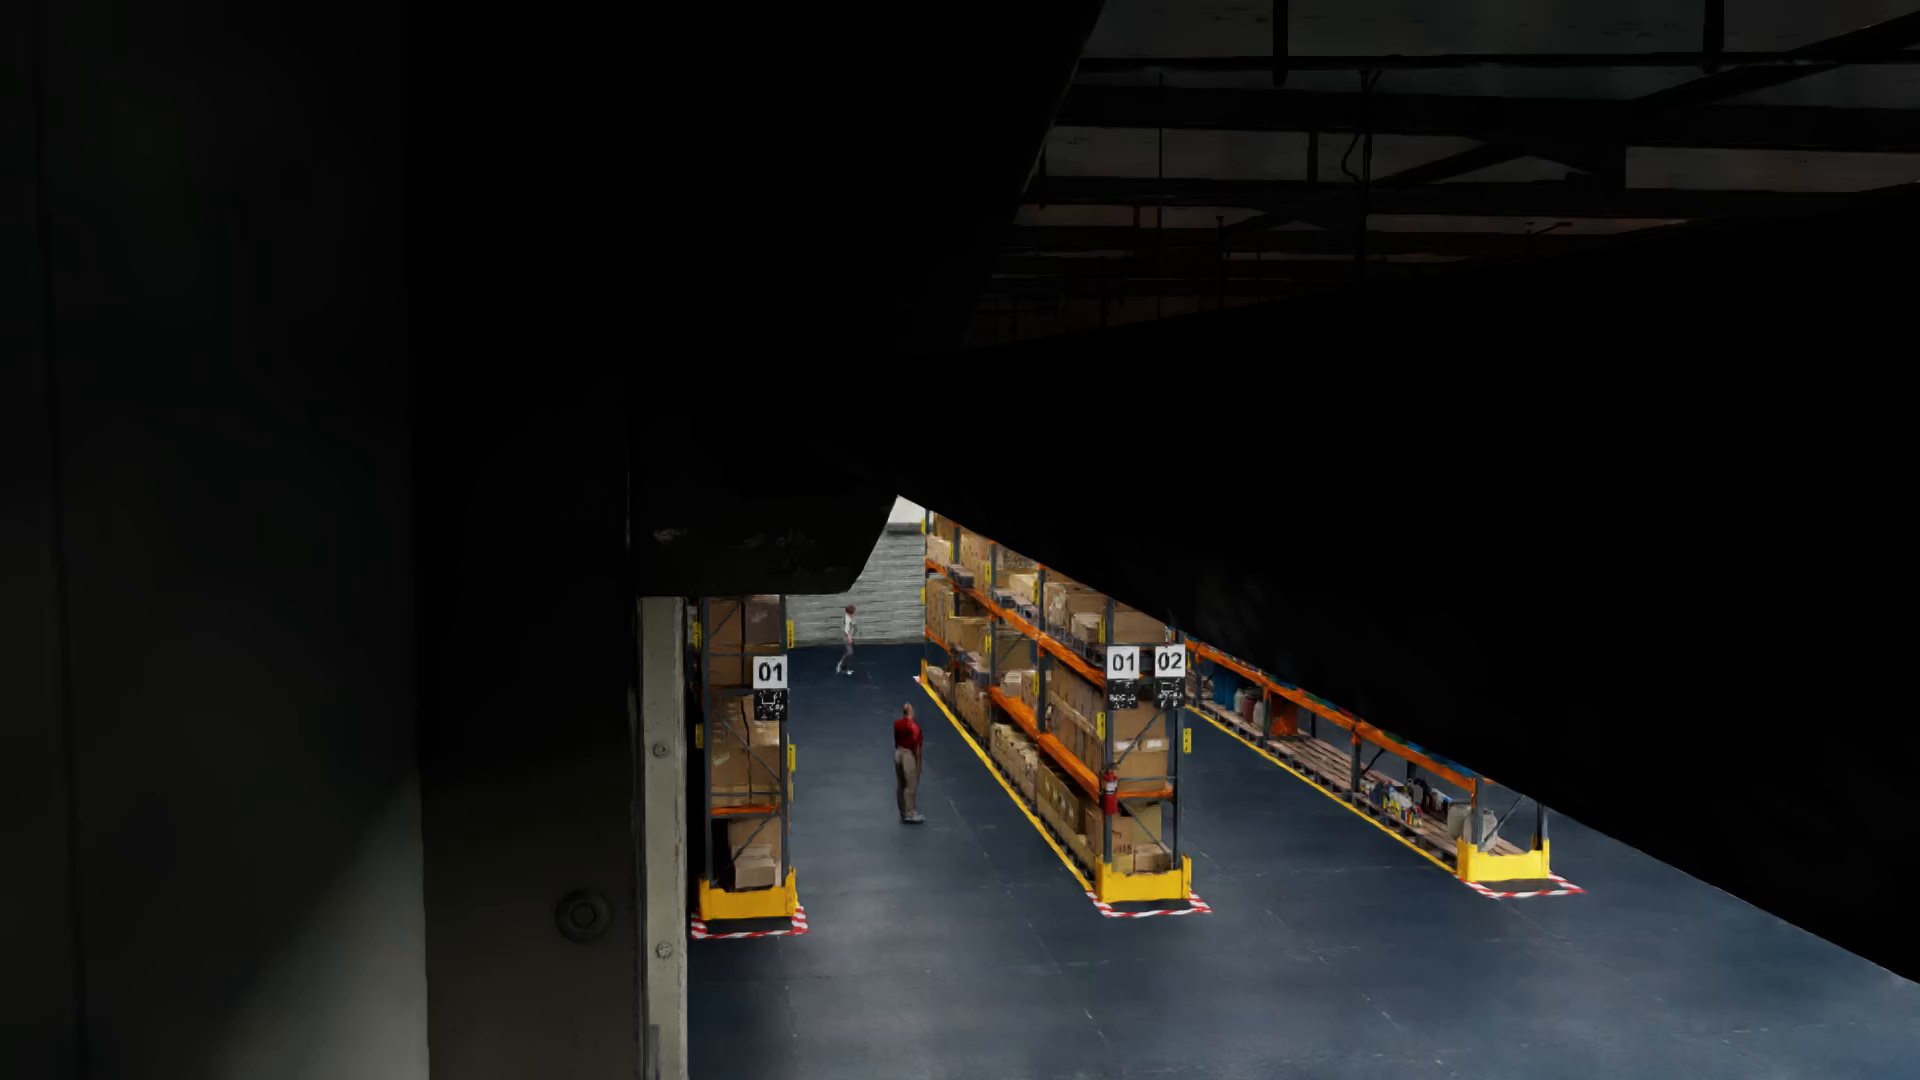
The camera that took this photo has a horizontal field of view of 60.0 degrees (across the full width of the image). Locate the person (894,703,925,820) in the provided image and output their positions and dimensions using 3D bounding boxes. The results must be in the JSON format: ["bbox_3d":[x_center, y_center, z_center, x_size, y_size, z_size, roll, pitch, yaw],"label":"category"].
[{"bbox_3d":[-0.735,3.275,24.791,0.457,1.733,0.593,-4,6,-38],"label":"person"}]

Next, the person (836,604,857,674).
[{"bbox_3d":[-2.563,2.234,37.473,0.428,1.590,0.574,1,5,14],"label":"person"}]

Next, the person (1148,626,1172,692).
[{"bbox_3d":[4.193,2.386,35.100,0.598,1.738,0.997,1,5,11],"label":"person"}]
